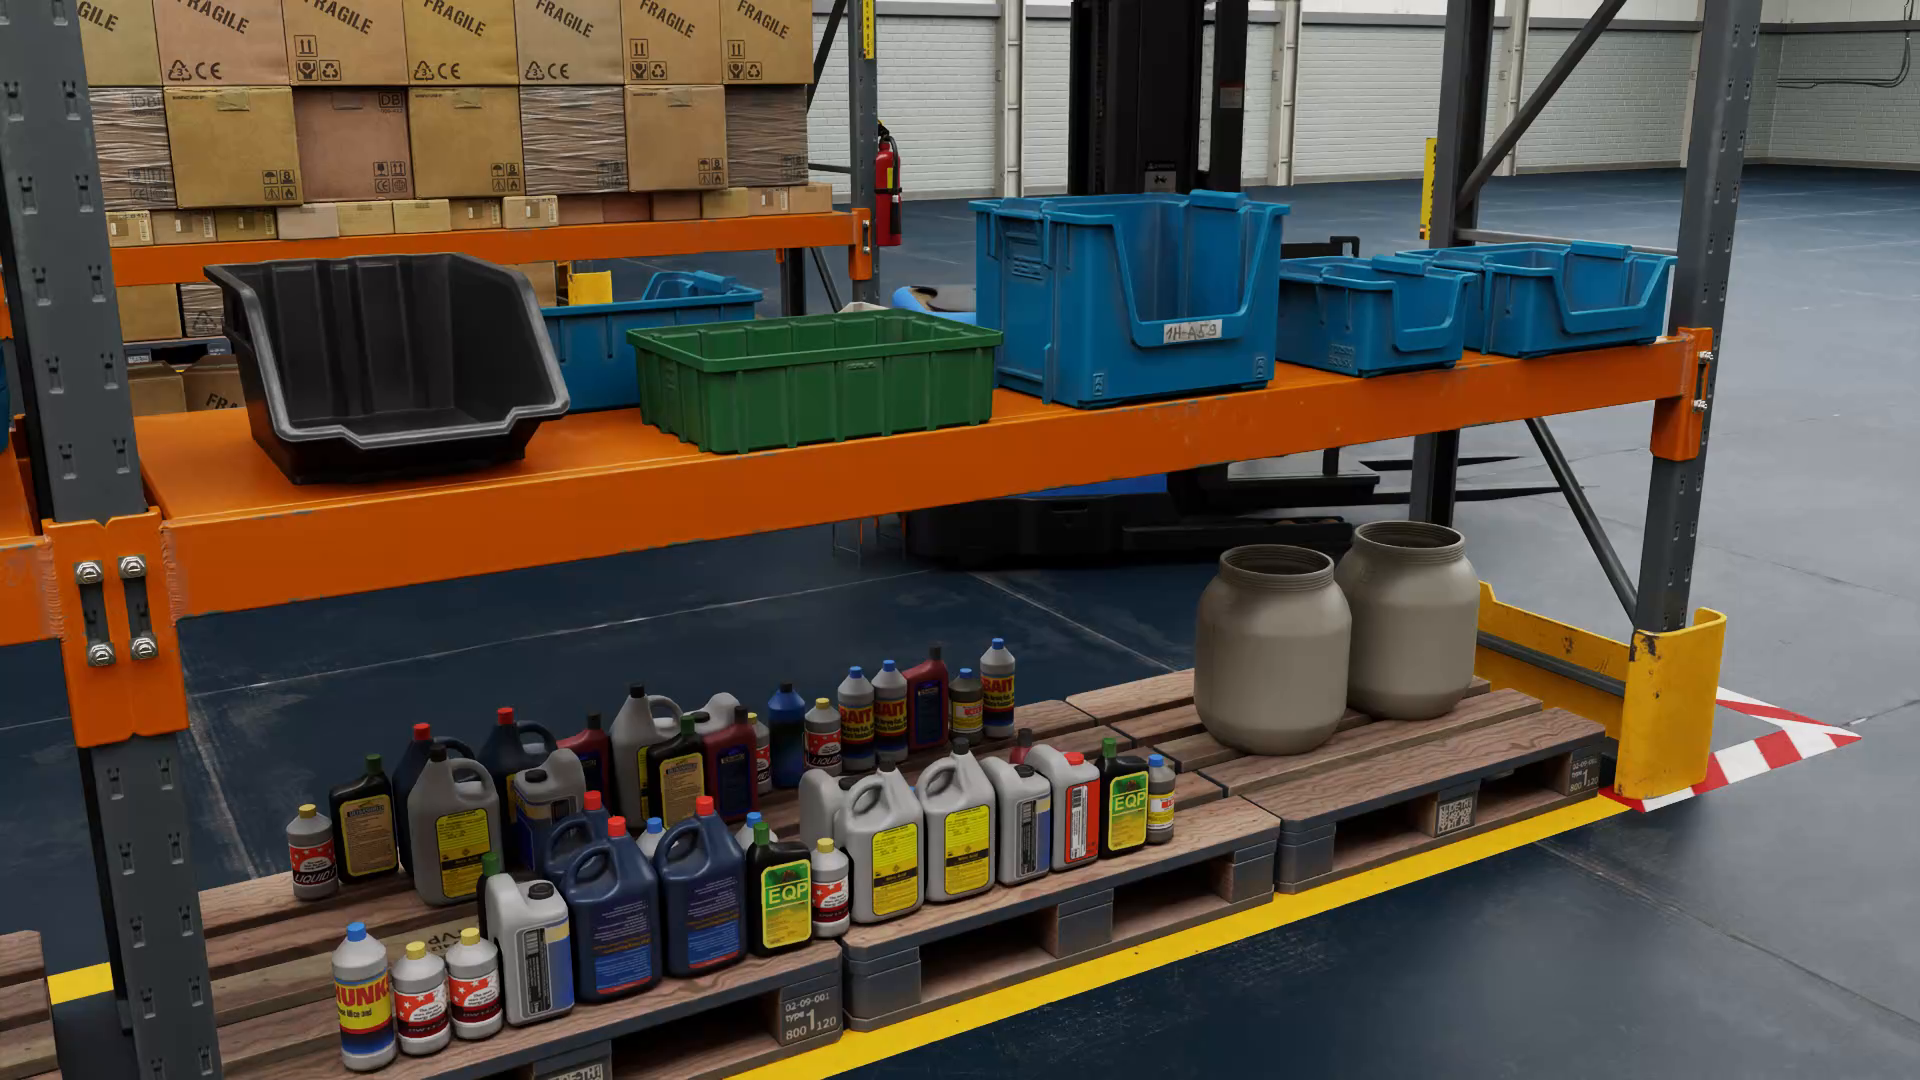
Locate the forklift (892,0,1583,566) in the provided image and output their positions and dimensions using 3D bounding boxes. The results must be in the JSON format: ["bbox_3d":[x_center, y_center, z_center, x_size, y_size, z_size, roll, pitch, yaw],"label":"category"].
[{"bbox_3d":[1.242,-1.466,7.209,3.031,2.935,1.130,-2,16,-8],"label":"forklift"}]

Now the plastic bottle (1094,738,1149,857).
[{"bbox_3d":[0.380,0.599,3.933,0.133,0.283,0.061,-9,18,-28],"label":"plastic bottle"}]

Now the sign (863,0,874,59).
[{"bbox_3d":[-0.463,-2.599,8.393,0.005,0.325,0.100,-9,18,-30],"label":"sign"}]

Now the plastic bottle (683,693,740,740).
[{"bbox_3d":[-0.623,0.532,4.186,0.135,0.276,0.152,-9,18,-29],"label":"plastic bottle"}]

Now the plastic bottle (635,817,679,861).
[{"bbox_3d":[-0.642,0.719,3.526,0.097,0.271,0.097,0,16,0],"label":"plastic bottle"}]

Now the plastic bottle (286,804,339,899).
[{"bbox_3d":[-1.459,0.695,3.744,0.097,0.201,0.097,0,16,0],"label":"plastic bottle"}]

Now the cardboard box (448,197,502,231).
[{"bbox_3d":[-2.351,-1.560,7.885,0.250,0.149,0.380,-9,18,-30],"label":"cardboard box"}]

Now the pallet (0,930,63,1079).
[{"bbox_3d":[-2.263,1.142,2.943,1.213,0.211,1.003,-9,18,-30],"label":"pallet"}]

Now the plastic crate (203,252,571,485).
[{"bbox_3d":[-1.095,-0.332,3.151,0.504,0.338,0.767,-9,18,-30],"label":"plastic crate"}]

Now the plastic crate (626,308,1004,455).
[{"bbox_3d":[-0.301,-0.340,3.457,0.662,0.188,0.450,-9,18,-30],"label":"plastic crate"}]

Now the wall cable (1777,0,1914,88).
[{"bbox_3d":[19.466,-11.240,36.588,0.112,2.526,3.097,-9,18,-30],"label":"wall cable"}]

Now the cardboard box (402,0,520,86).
[{"bbox_3d":[-2.364,-2.352,7.655,0.500,0.500,0.500,-9,18,-30],"label":"cardboard box"}]

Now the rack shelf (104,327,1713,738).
[{"bbox_3d":[0.105,-0.250,4.077,4.000,0.370,1.077,-9,18,-30],"label":"rack shelf"}]

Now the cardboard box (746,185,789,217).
[{"bbox_3d":[-1.084,-1.777,8.659,0.250,0.149,0.380,-9,18,-30],"label":"cardboard box"}]

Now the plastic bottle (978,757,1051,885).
[{"bbox_3d":[0.122,0.630,3.836,0.135,0.276,0.152,-10,18,-31],"label":"plastic bottle"}]

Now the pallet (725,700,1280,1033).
[{"bbox_3d":[0.034,0.770,4.272,1.213,0.211,1.003,-9,18,-30],"label":"pallet"}]

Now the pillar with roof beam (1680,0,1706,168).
[{"bbox_3d":[18.477,-11.636,32.247,0.400,9.000,9.100,-9,18,-30],"label":"pillar with roof beam"}]

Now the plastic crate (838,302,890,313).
[{"bbox_3d":[-0.348,-0.476,4.038,0.437,0.136,0.530,-9,18,-30],"label":"plastic crate"}]

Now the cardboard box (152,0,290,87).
[{"bbox_3d":[-3.216,-2.211,7.150,0.500,0.500,0.500,-9,18,-30],"label":"cardboard box"}]

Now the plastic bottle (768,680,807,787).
[{"bbox_3d":[-0.449,0.497,4.319,0.097,0.271,0.097,0,16,0],"label":"plastic bottle"}]

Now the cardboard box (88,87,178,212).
[{"bbox_3d":[-3.743,-1.704,7.195,0.500,0.500,0.875,-9,18,-30],"label":"cardboard box"}]

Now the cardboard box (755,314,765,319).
[{"bbox_3d":[-1.276,-0.936,9.045,0.500,0.500,0.500,-6,17,-19],"label":"cardboard box"}]

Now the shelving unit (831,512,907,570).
[{"bbox_3d":[-0.389,-0.423,6.973,0.252,1.050,0.215,-14,21,-40],"label":"shelving unit"}]

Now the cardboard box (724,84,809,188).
[{"bbox_3d":[-1.217,-2.142,8.756,0.500,0.500,0.875,-9,18,-30],"label":"cardboard box"}]

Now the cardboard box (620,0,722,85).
[{"bbox_3d":[-1.501,-2.489,8.142,0.500,0.500,0.500,-9,18,-30],"label":"cardboard box"}]

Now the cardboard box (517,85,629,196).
[{"bbox_3d":[-2.035,-1.985,8.197,0.500,0.500,0.875,-9,18,-30],"label":"cardboard box"}]

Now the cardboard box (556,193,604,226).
[{"bbox_3d":[-1.933,-1.634,8.149,0.250,0.149,0.380,-9,18,-30],"label":"cardboard box"}]

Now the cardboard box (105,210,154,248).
[{"bbox_3d":[-3.600,-1.335,7.082,0.250,0.149,0.380,-9,18,-30],"label":"cardboard box"}]

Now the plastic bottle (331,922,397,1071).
[{"bbox_3d":[-1.111,0.841,3.093,0.097,0.271,0.097,0,16,0],"label":"plastic bottle"}]

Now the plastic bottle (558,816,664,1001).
[{"bbox_3d":[-0.704,0.729,3.344,0.185,0.351,0.144,-9,18,-28],"label":"plastic bottle"}]

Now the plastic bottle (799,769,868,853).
[{"bbox_3d":[-0.276,0.649,3.768,0.135,0.276,0.152,-9,18,-30],"label":"plastic bottle"}]

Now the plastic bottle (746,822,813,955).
[{"bbox_3d":[-0.379,0.722,3.494,0.133,0.283,0.061,-8,18,-27],"label":"plastic bottle"}]

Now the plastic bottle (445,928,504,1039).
[{"bbox_3d":[-0.936,0.846,3.204,0.097,0.201,0.097,0,16,0],"label":"plastic bottle"}]

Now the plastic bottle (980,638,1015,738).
[{"bbox_3d":[0.105,0.407,4.639,0.097,0.271,0.097,0,16,0],"label":"plastic bottle"}]

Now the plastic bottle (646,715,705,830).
[{"bbox_3d":[-0.690,0.570,4.036,0.133,0.283,0.061,-9,18,-30],"label":"plastic bottle"}]

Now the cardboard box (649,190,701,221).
[{"bbox_3d":[-1.494,-1.700,8.381,0.250,0.149,0.380,-9,18,-30],"label":"cardboard box"}]

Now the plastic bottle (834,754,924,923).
[{"bbox_3d":[-0.178,0.644,3.649,0.185,0.351,0.144,-9,18,-30],"label":"plastic bottle"}]

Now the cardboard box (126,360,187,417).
[{"bbox_3d":[-3.797,-0.509,7.522,0.500,0.500,0.500,-10,18,-31],"label":"cardboard box"}]

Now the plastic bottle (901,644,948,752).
[{"bbox_3d":[-0.099,0.429,4.540,0.133,0.283,0.061,-9,18,-29],"label":"plastic bottle"}]

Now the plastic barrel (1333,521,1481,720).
[{"bbox_3d":[1.294,0.230,4.861,0.421,0.512,0.421,0,16,0],"label":"plastic barrel"}]

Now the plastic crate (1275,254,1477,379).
[{"bbox_3d":[0.985,-0.575,4.179,0.408,0.251,0.499,-9,18,-30],"label":"plastic crate"}]

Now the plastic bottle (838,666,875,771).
[{"bbox_3d":[-0.275,0.469,4.419,0.097,0.271,0.097,0,16,0],"label":"plastic bottle"}]

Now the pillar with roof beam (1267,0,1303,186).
[{"bbox_3d":[8.191,-9.968,26.296,0.400,9.000,9.100,-9,18,-30],"label":"pillar with roof beam"}]

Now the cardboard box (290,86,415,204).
[{"bbox_3d":[-2.919,-1.858,7.745,0.500,0.500,0.875,-9,18,-30],"label":"cardboard box"}]

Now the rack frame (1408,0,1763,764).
[{"bbox_3d":[1.819,-0.874,4.972,0.127,3.000,1.000,-9,18,-30],"label":"rack frame"}]

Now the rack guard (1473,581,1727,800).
[{"bbox_3d":[1.778,0.351,5.233,0.348,0.500,1.175,-9,18,-30],"label":"rack guard"}]

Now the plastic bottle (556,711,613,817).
[{"bbox_3d":[-0.923,0.563,4.063,0.133,0.283,0.061,-8,17,-26],"label":"plastic bottle"}]

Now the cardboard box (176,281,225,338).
[{"bbox_3d":[-5.282,-2.002,12.155,0.875,0.875,0.875,-9,18,-29],"label":"cardboard box"}]

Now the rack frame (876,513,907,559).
[{"bbox_3d":[-0.298,-0.445,7.052,0.008,1.050,0.200,-14,21,-40],"label":"rack frame"}]

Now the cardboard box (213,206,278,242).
[{"bbox_3d":[-3.191,-1.413,7.360,0.250,0.149,0.380,-9,18,-30],"label":"cardboard box"}]

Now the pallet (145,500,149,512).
[{"bbox_3d":[-3.603,-0.223,7.815,1.213,0.211,1.003,-9,18,-30],"label":"pallet"}]

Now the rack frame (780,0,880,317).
[{"bbox_3d":[-0.732,-2.020,9.060,0.127,3.000,1.000,-9,18,-30],"label":"rack frame"}]

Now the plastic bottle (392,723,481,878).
[{"bbox_3d":[-1.206,0.589,3.844,0.185,0.351,0.144,-10,18,-31],"label":"plastic bottle"}]

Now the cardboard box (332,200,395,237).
[{"bbox_3d":[-2.762,-1.483,7.609,0.250,0.149,0.380,-9,18,-30],"label":"cardboard box"}]

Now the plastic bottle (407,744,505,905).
[{"bbox_3d":[-1.132,0.622,3.725,0.185,0.351,0.144,-9,18,-30],"label":"plastic bottle"}]

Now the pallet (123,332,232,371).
[{"bbox_3d":[-5.936,-1.371,11.909,1.213,0.211,1.003,-9,18,-30],"label":"pallet"}]

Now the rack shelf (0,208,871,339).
[{"bbox_3d":[-2.446,-1.396,8.165,4.000,0.370,1.077,-9,18,-30],"label":"rack shelf"}]

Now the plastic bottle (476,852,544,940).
[{"bbox_3d":[-0.903,0.759,3.362,0.133,0.283,0.061,-9,18,-30],"label":"plastic bottle"}]
